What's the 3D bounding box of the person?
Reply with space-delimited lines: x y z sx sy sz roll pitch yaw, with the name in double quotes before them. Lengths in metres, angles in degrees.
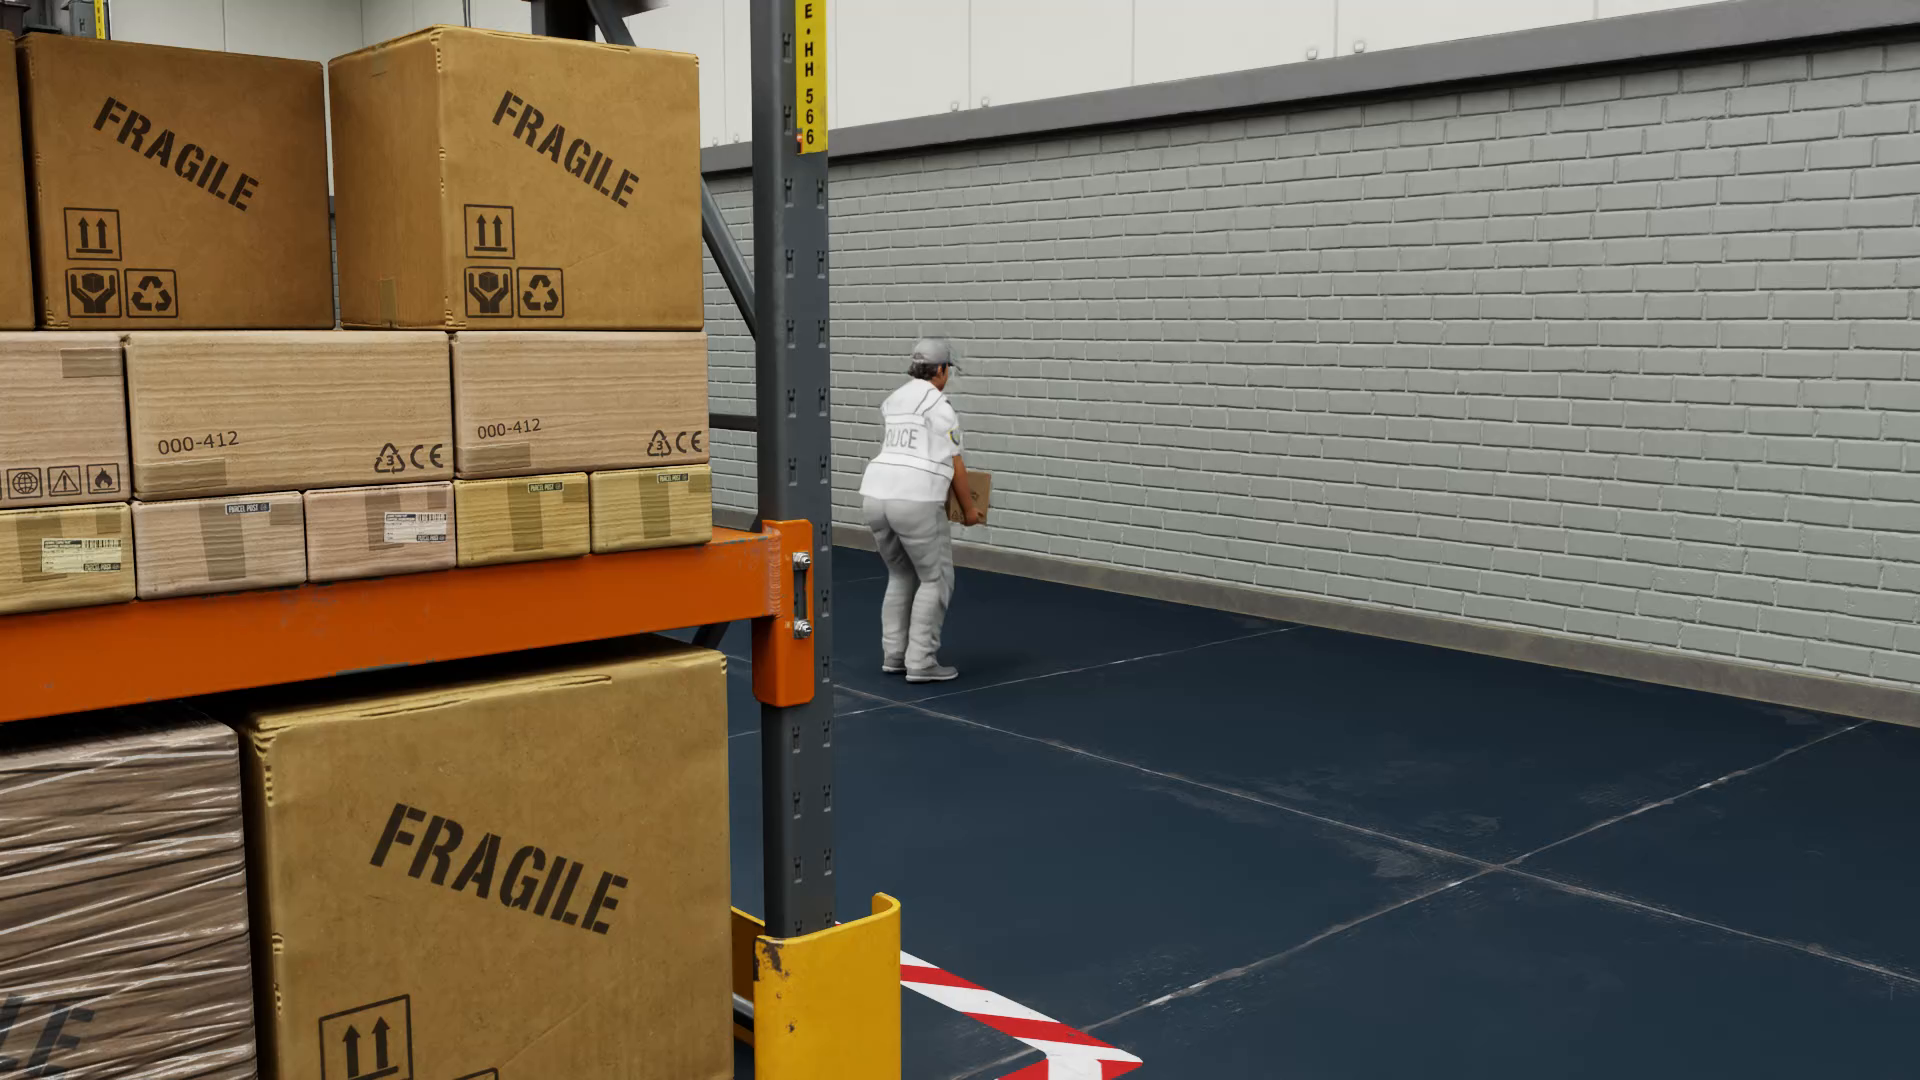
"person" -0.190 -0.147 8.051 0.580 1.634 0.452 -7 10 -42
